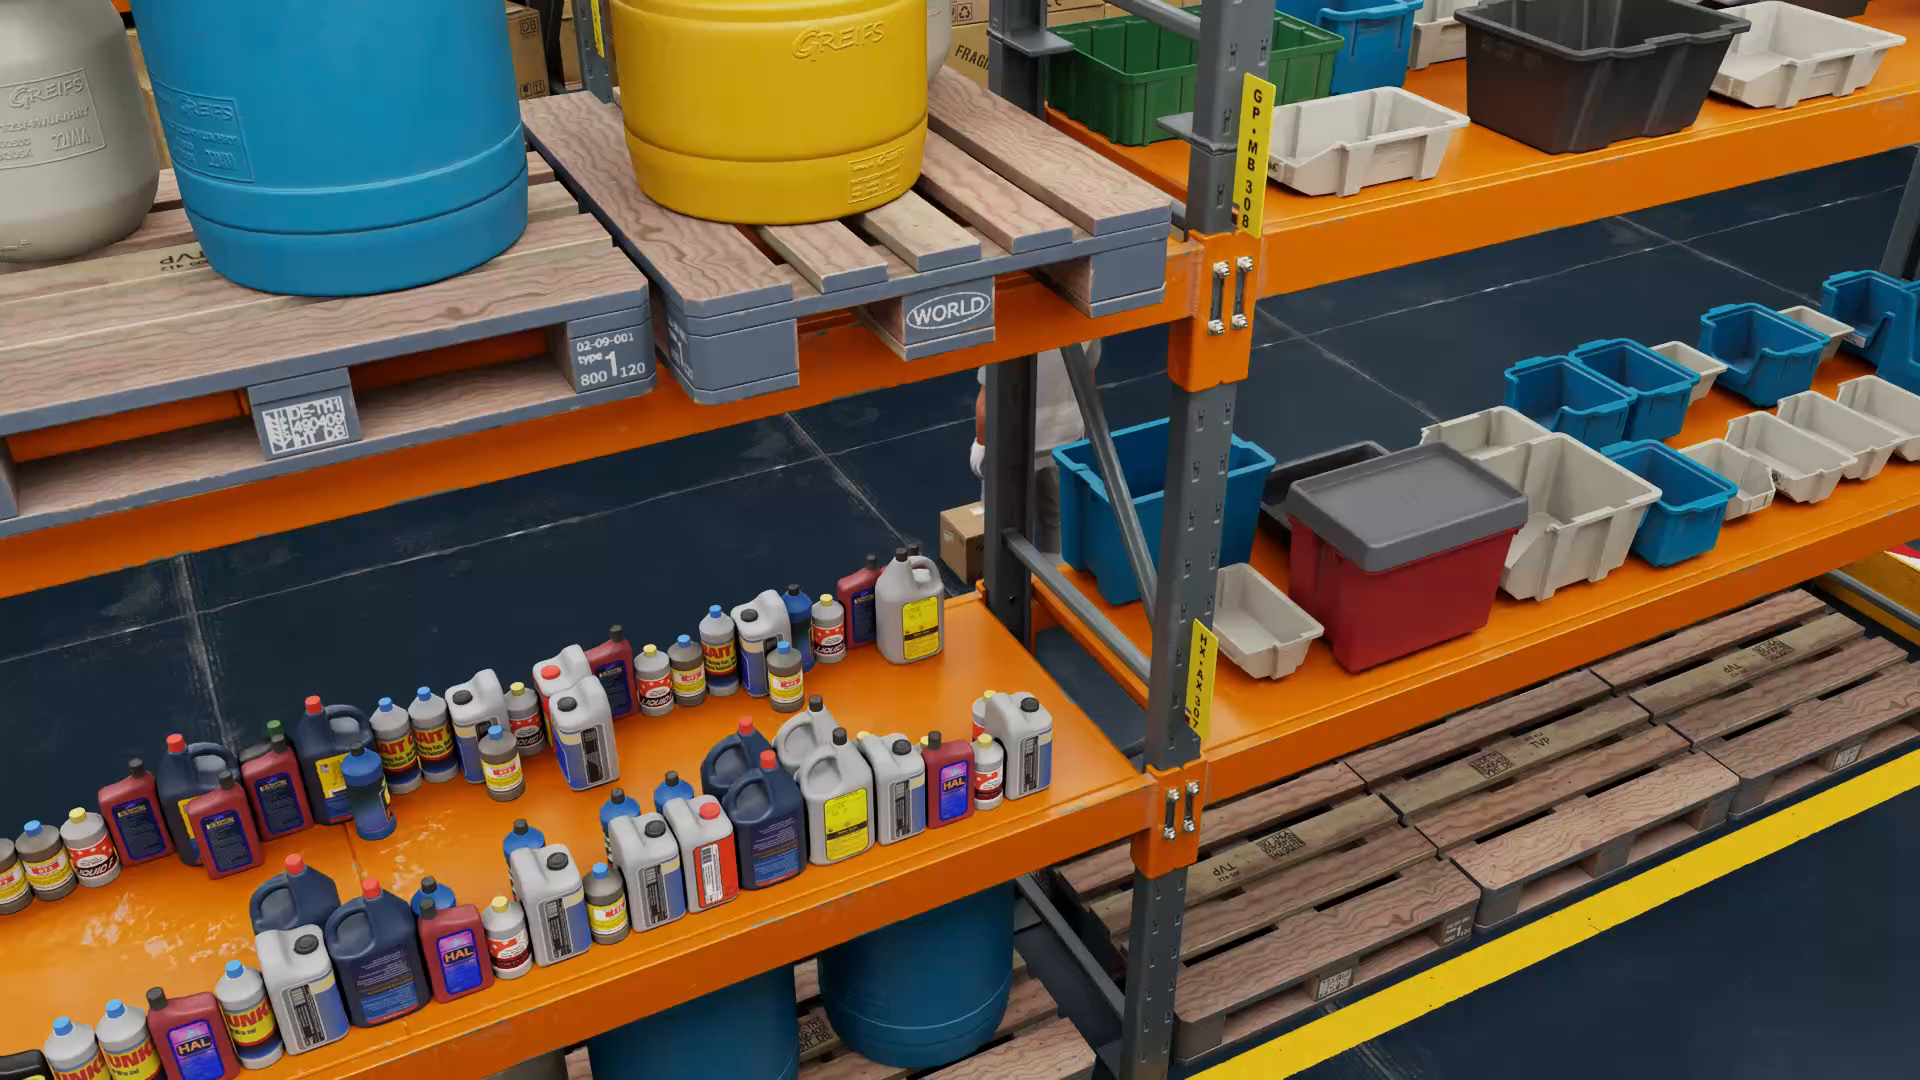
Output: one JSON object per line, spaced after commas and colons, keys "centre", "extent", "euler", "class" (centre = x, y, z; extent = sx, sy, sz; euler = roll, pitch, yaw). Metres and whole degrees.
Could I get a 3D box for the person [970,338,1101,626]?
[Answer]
{"centre": [0.288, -0.409, 6.754], "extent": [0.524, 1.786, 0.344], "euler": [-15, 36, -22], "class": "person"}
